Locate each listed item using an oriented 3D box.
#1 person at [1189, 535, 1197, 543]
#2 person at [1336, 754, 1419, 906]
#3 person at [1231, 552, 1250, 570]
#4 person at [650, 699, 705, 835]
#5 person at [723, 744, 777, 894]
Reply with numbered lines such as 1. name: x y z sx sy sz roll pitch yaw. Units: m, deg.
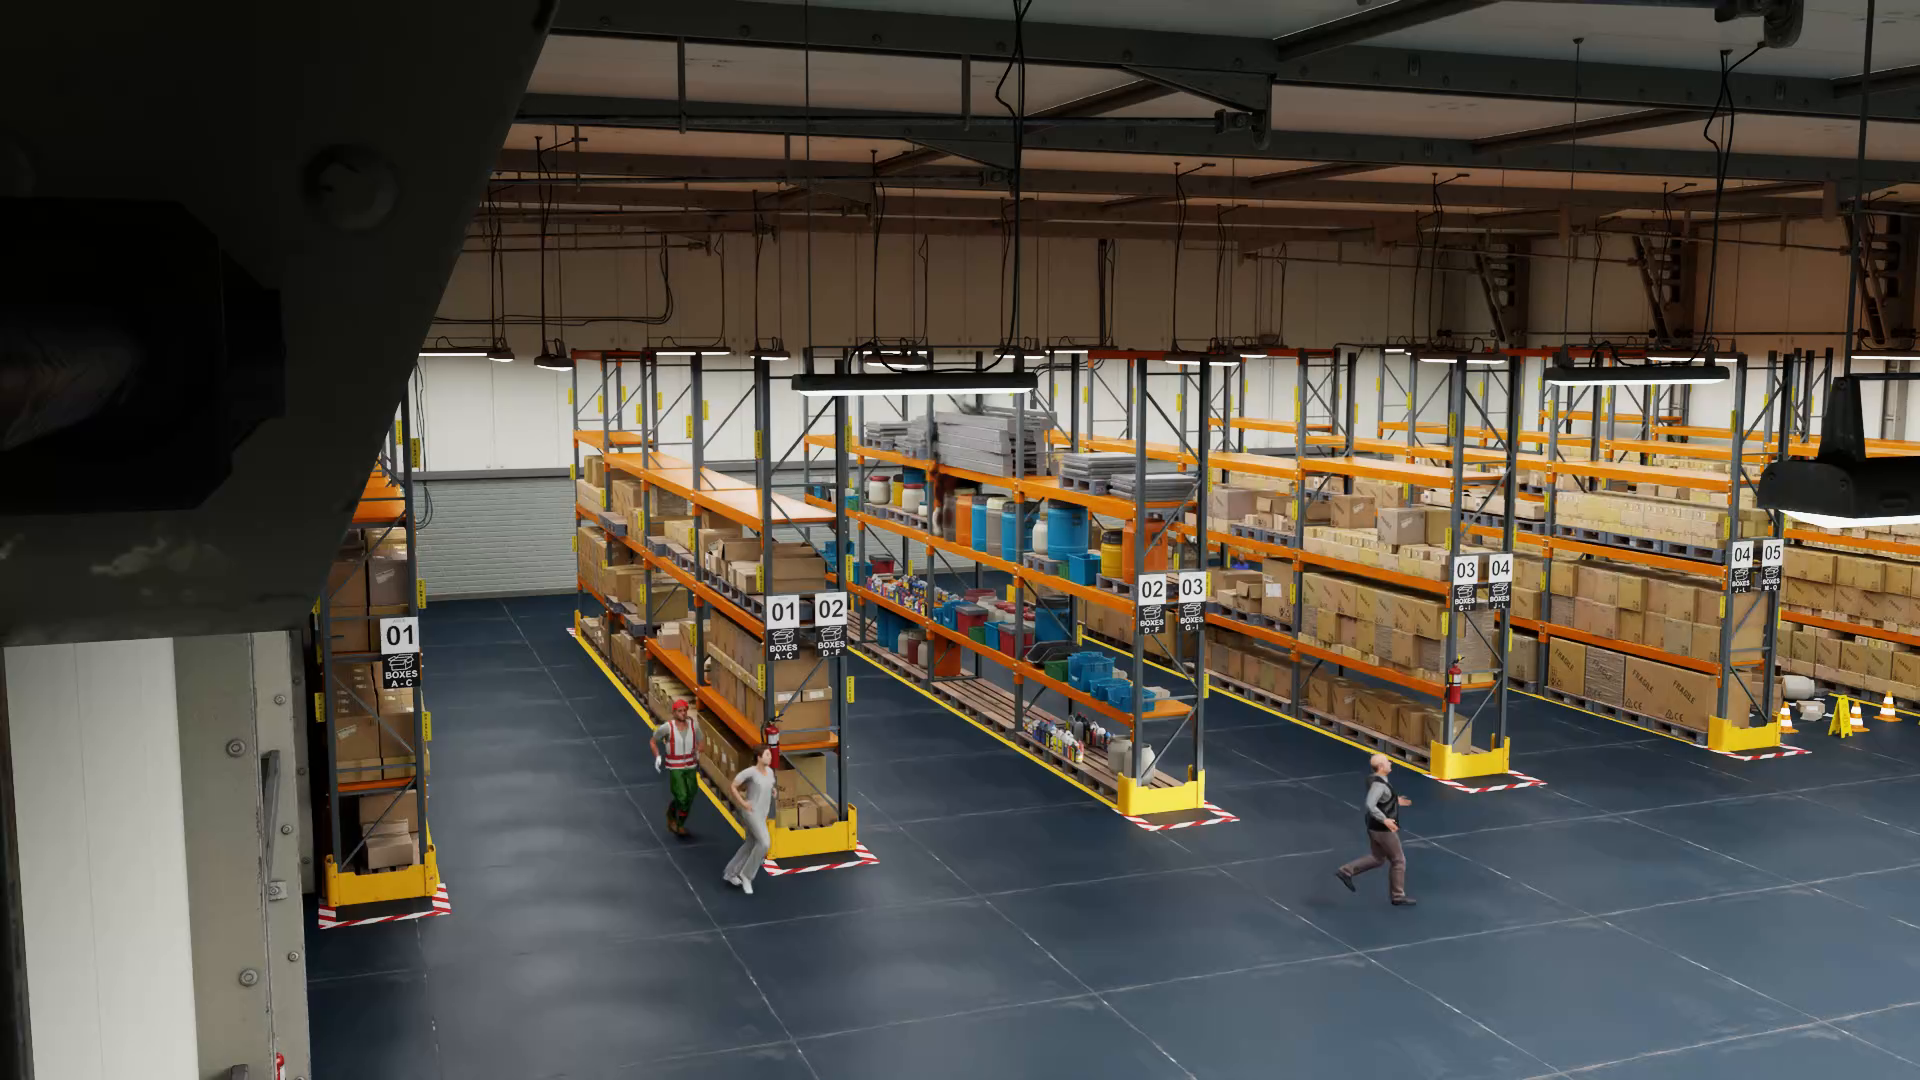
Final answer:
1. person: 5.898 0.375 41.404 0.694 1.686 0.660 -4 8 -31
2. person: 4.648 3.201 18.427 0.896 1.698 0.668 1 7 4
3. person: 6.073 1.080 35.998 0.587 1.617 0.698 -2 7 -15
4. person: -3.475 2.868 20.830 0.643 1.743 0.608 -4 8 -31
5. person: -2.369 3.169 19.113 0.651 1.649 0.654 4 8 29
